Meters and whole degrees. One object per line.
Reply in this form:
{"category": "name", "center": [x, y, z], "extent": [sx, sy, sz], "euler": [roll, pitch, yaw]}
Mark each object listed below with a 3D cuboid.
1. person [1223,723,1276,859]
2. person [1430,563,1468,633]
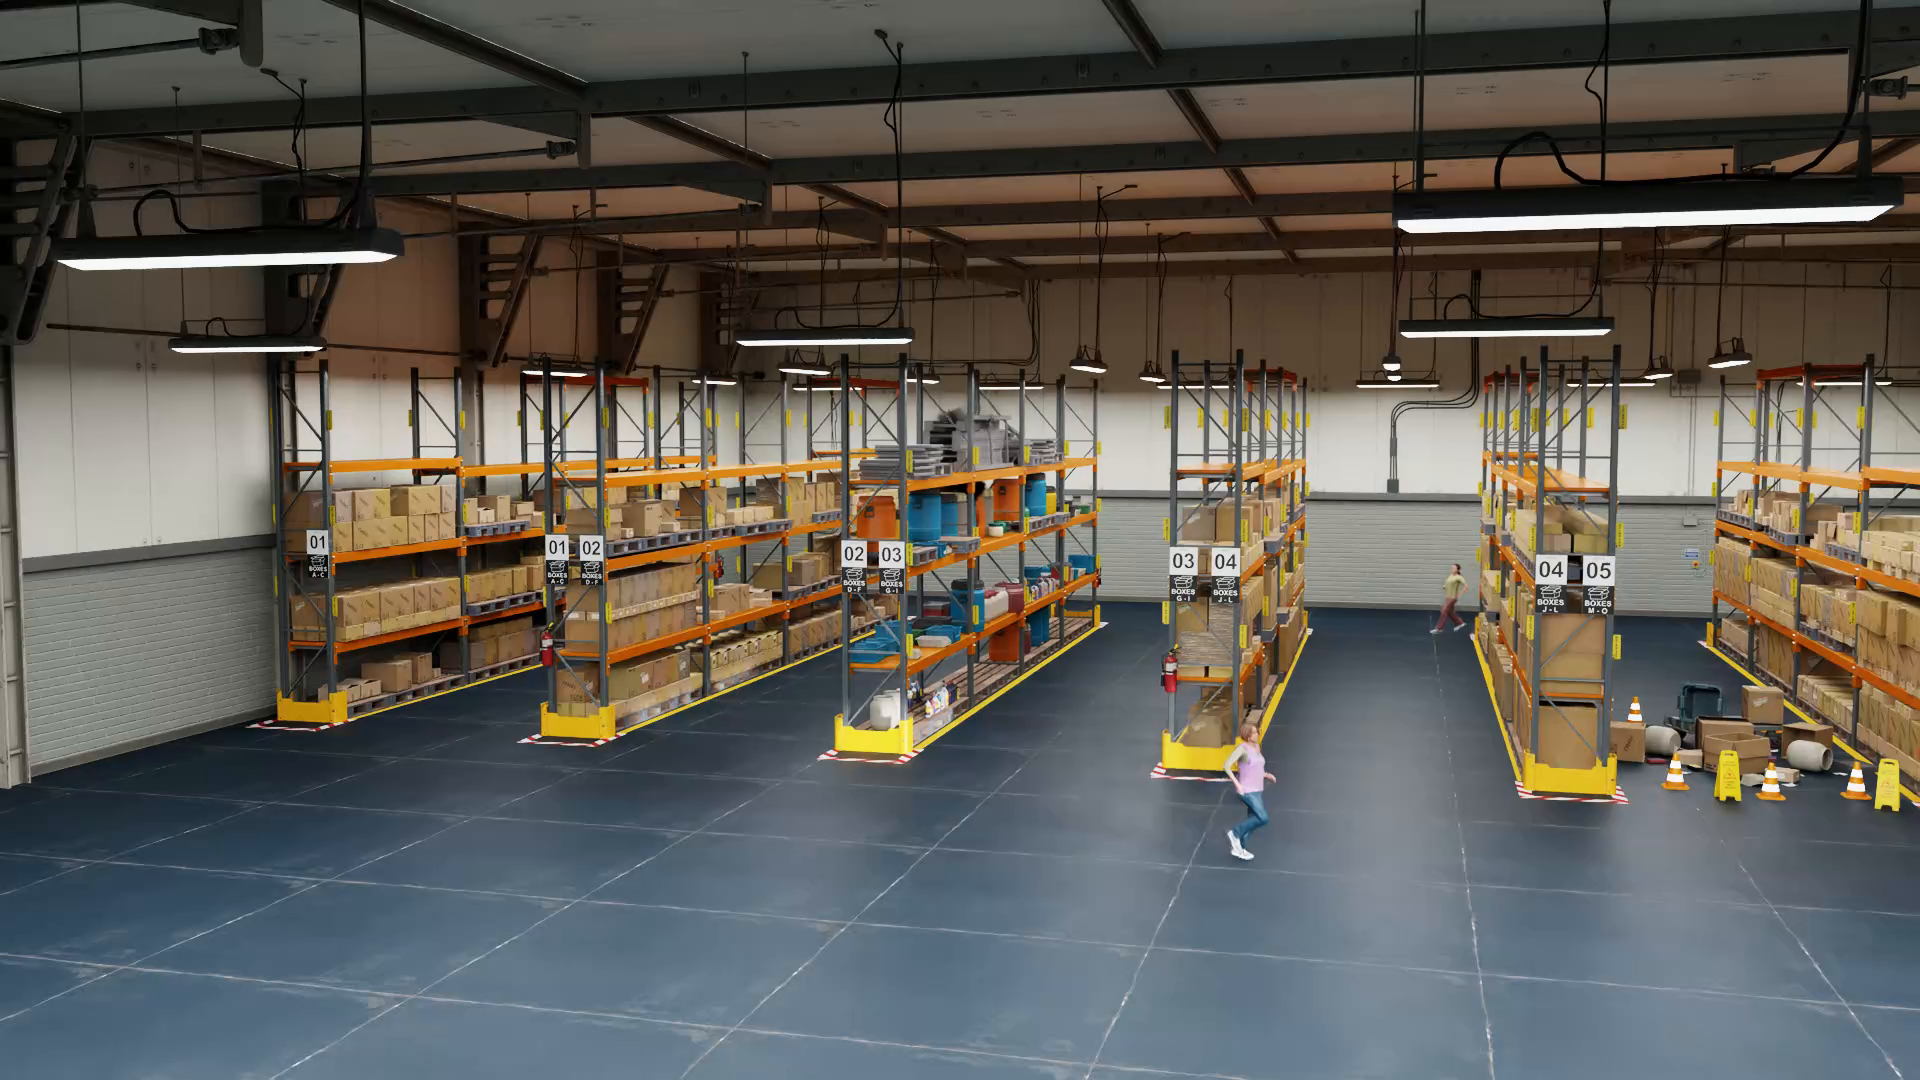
{"category": "person", "center": [3.319, 2.861, 18.887], "extent": [0.549, 1.559, 0.522], "euler": [3, 5, 37]}
{"category": "person", "center": [11.489, 1.362, 38.861], "extent": [0.904, 1.644, 0.638], "euler": [-1, 4, -14]}
